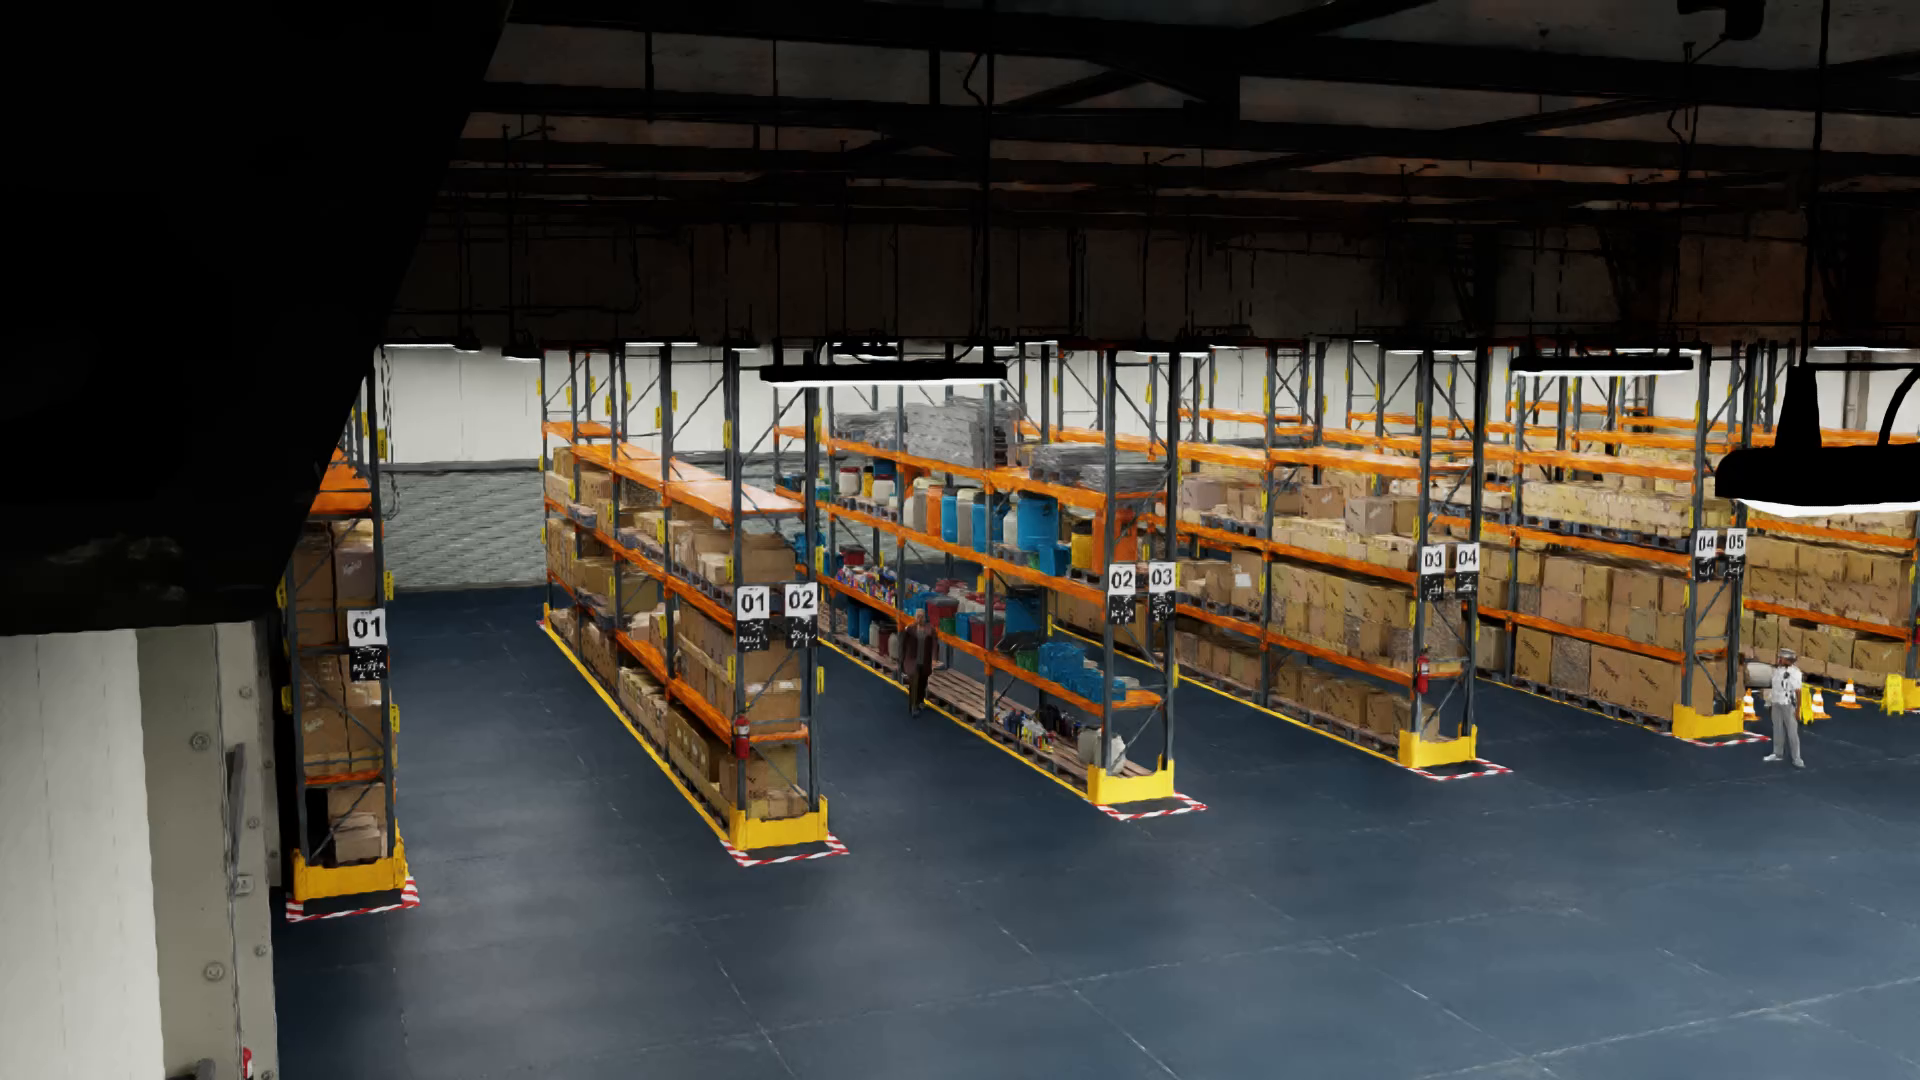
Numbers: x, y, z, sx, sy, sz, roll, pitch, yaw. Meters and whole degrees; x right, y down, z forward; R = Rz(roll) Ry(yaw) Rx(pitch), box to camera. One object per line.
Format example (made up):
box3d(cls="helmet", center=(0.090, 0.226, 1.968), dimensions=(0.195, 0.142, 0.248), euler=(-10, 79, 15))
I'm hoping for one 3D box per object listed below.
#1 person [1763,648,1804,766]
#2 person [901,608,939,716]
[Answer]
box3d(cls="person", center=(11.917, 2.392, 23.936), dimensions=(0.385, 1.666, 0.582), euler=(-2, 8, -18))
box3d(cls="person", center=(-0.638, 1.957, 26.987), dimensions=(0.576, 1.712, 1.090), euler=(-2, 8, -12))
